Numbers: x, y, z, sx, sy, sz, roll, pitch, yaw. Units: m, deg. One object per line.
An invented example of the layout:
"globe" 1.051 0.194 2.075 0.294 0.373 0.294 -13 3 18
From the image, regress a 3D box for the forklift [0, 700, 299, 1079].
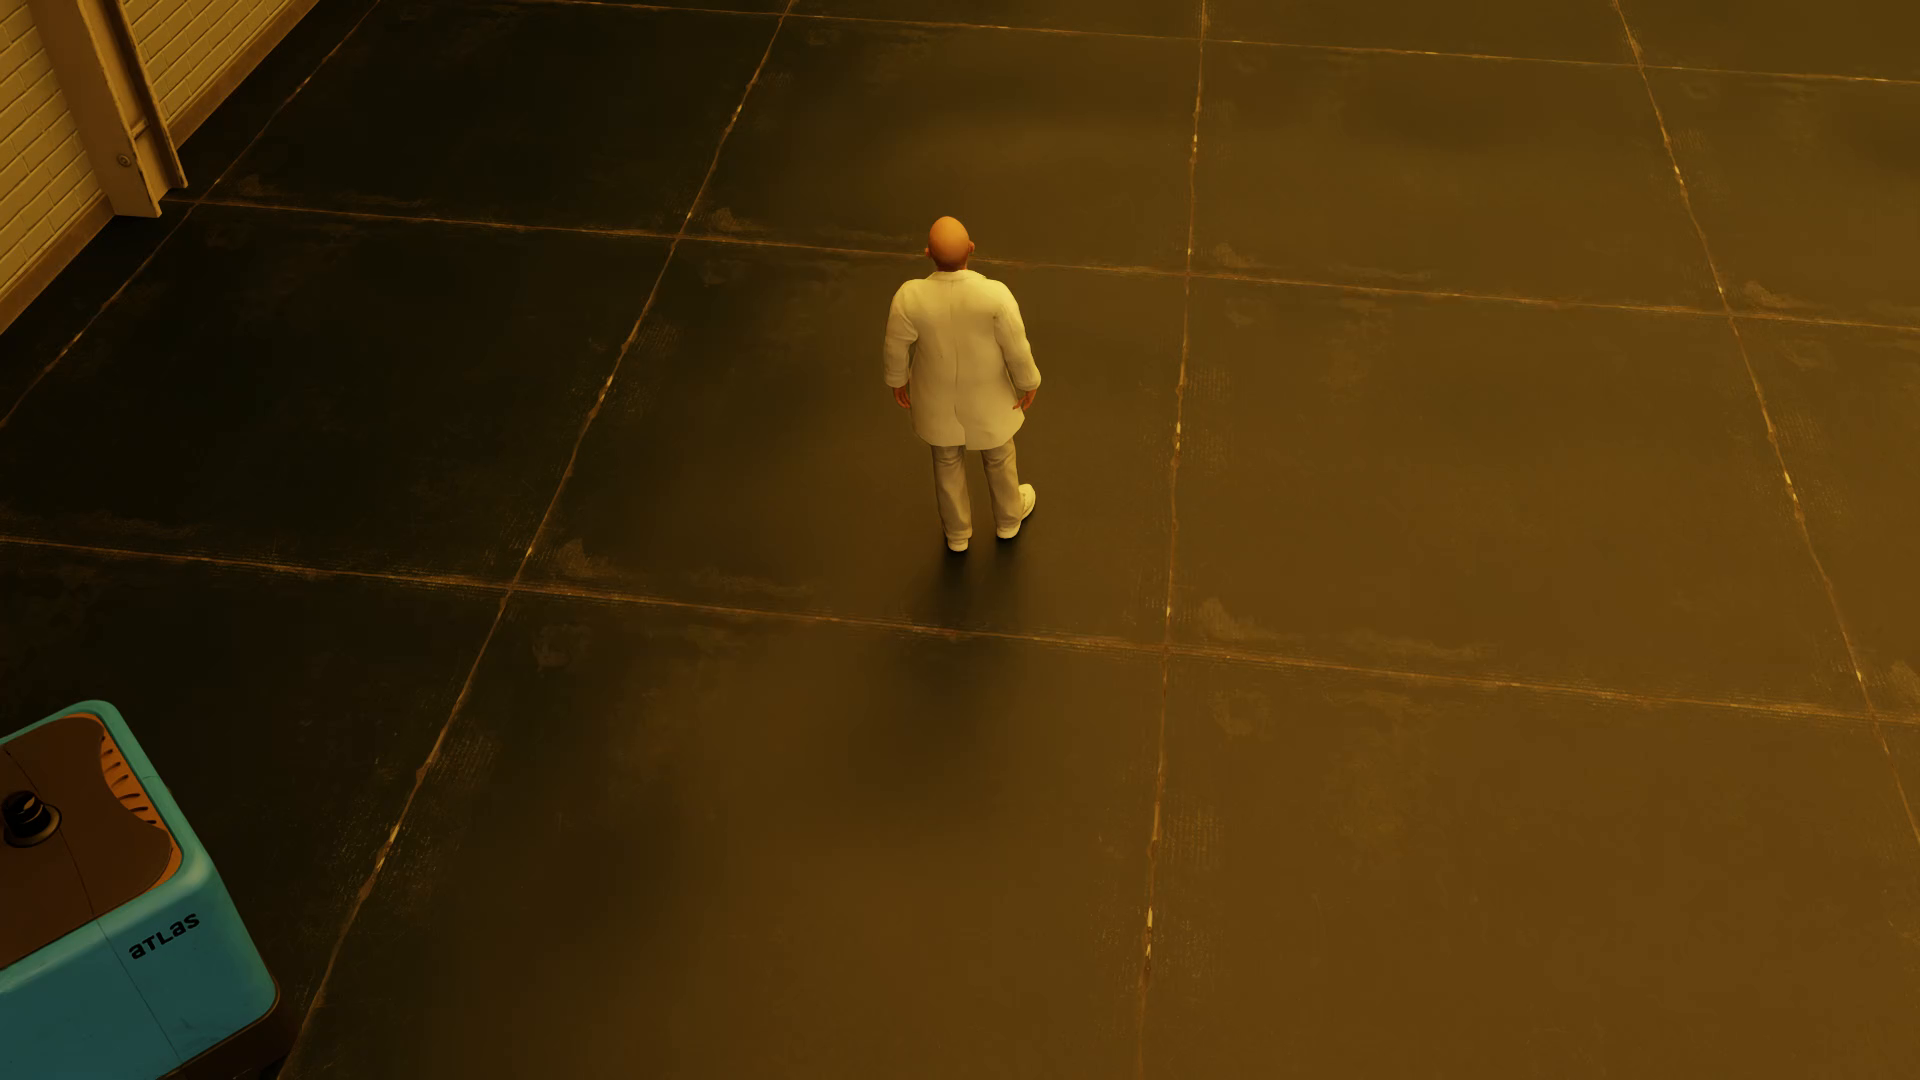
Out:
"forklift" -3.791 1.128 4.496 3.031 2.935 1.130 -30 50 -28

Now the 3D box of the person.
"person" 0.017 -0.720 7.350 0.696 1.775 0.581 5 43 6
